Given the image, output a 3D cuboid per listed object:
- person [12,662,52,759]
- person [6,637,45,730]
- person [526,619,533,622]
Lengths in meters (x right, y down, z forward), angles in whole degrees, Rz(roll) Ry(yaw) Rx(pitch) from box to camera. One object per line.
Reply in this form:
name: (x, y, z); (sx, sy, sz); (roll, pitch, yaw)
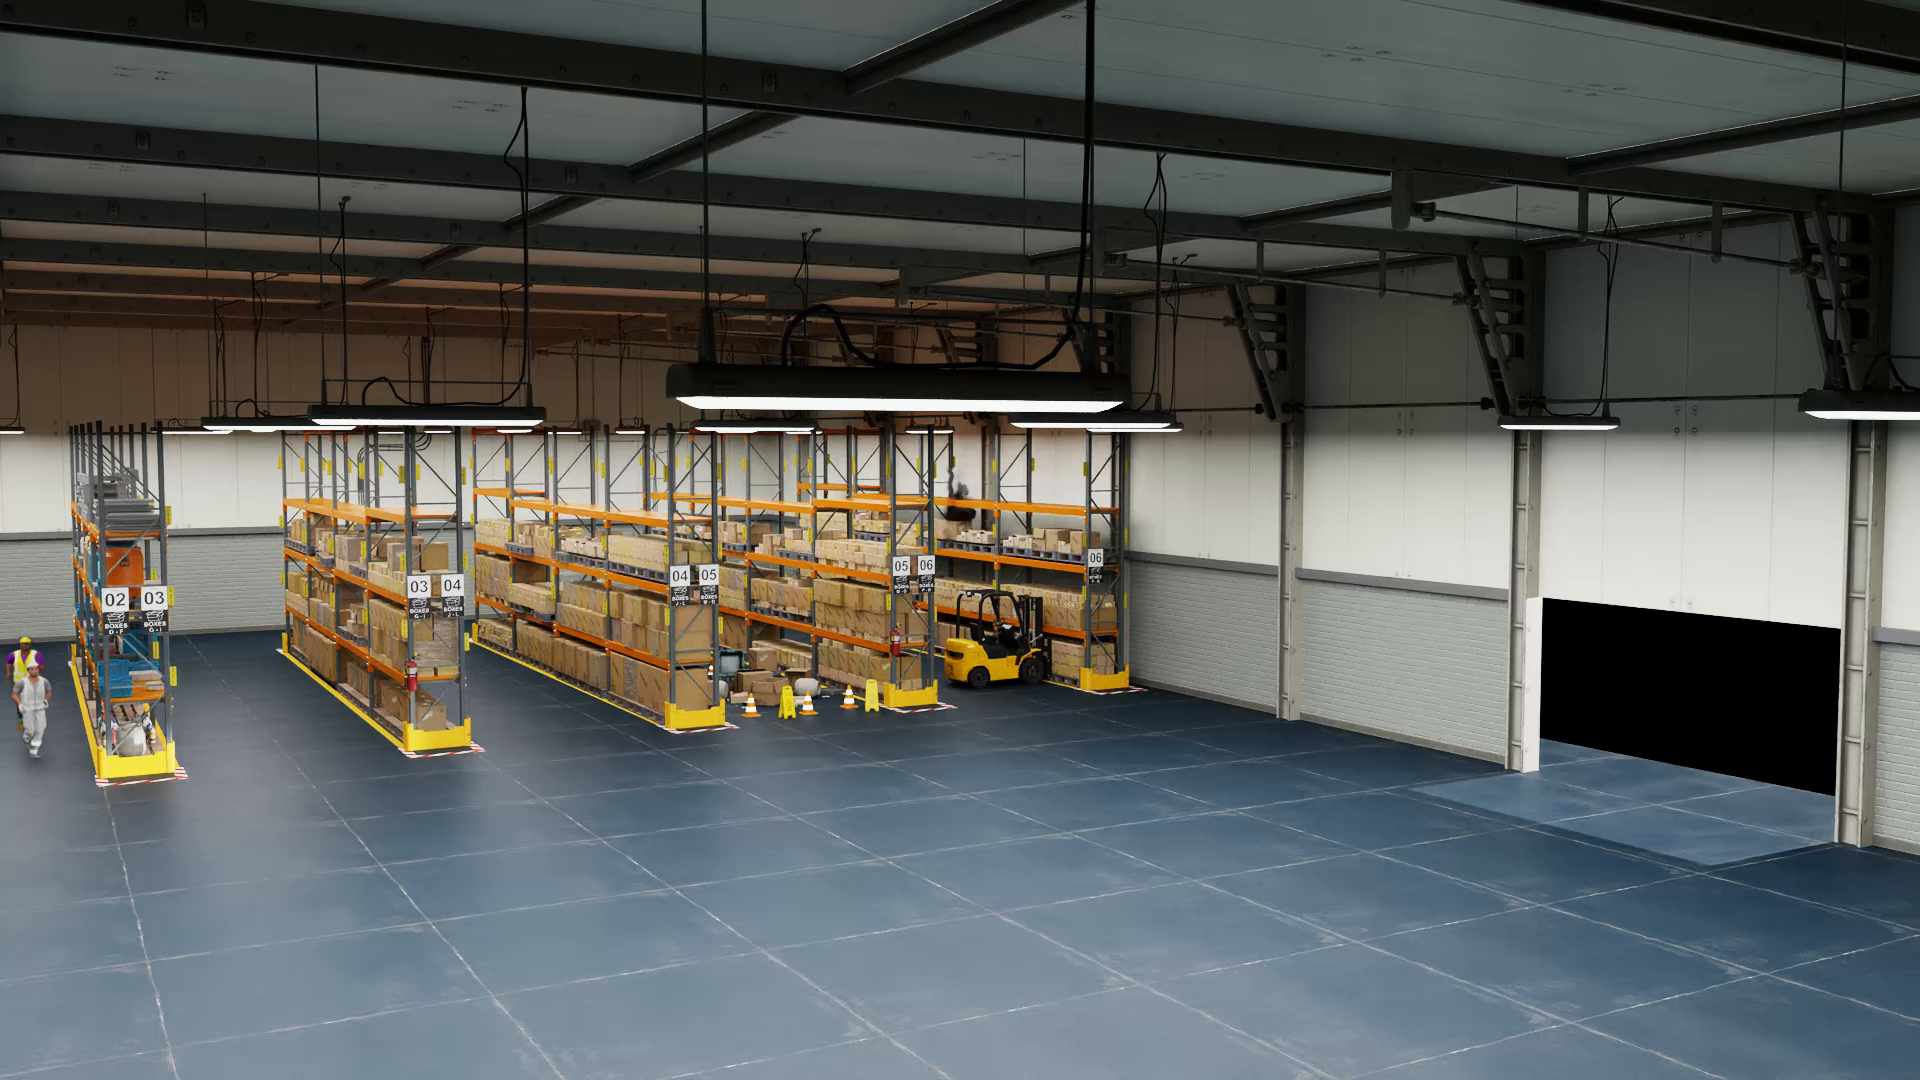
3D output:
person: (-16.524, 3.032, 29.662); (0.623, 1.735, 0.601); (-3, 5, -44)
person: (-18.405, 2.817, 32.762); (0.673, 1.826, 0.764); (-2, 4, -30)
person: (-12.795, 1.839, 48.360); (0.883, 1.842, 0.662); (-3, 5, -41)
